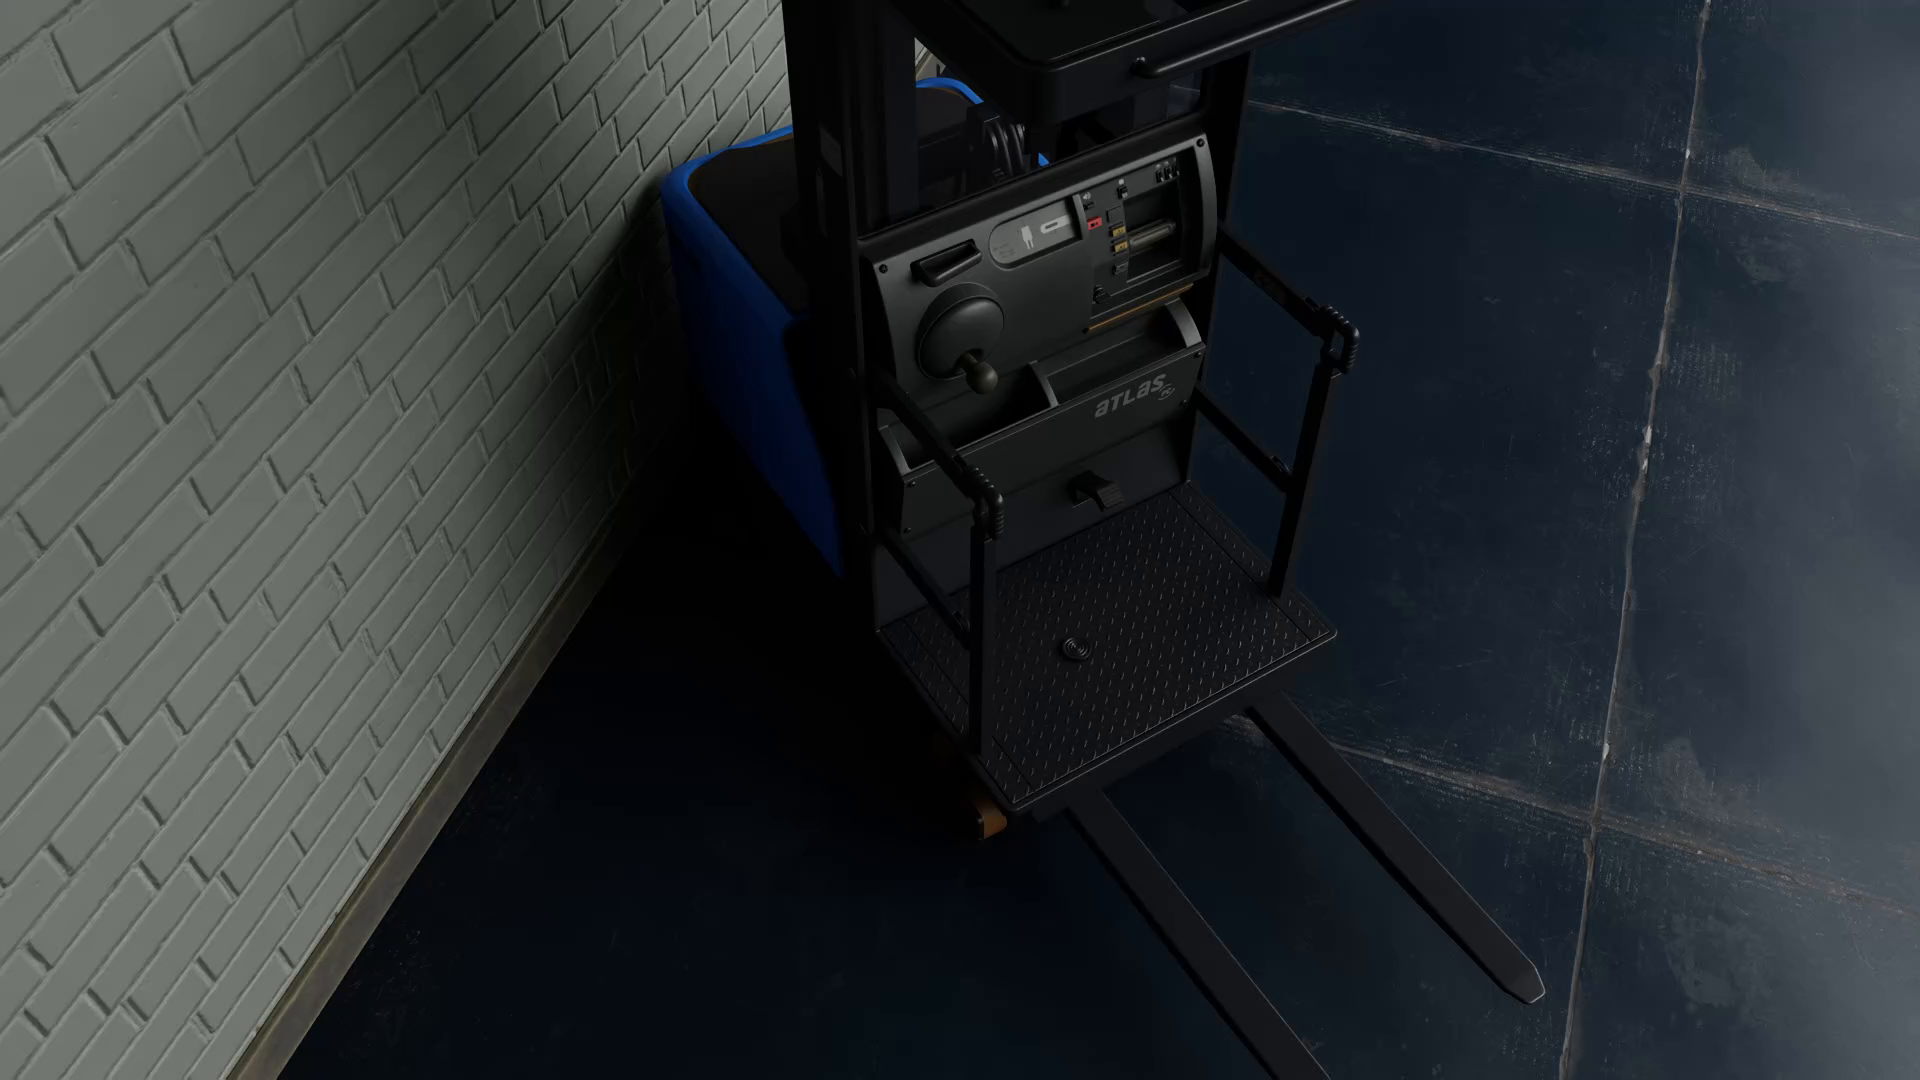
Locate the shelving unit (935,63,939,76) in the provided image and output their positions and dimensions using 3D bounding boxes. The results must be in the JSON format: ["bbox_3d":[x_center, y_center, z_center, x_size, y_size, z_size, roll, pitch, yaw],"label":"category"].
[{"bbox_3d":[-0.136,-1.145,5.647,0.210,0.900,0.258,-14,51,-12],"label":"shelving unit"}]

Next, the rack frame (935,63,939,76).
[{"bbox_3d":[-0.040,-1.169,5.667,0.006,0.900,0.240,-14,51,-12],"label":"rack frame"}]

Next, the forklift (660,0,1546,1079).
[{"bbox_3d":[0.331,-0.559,3.795,1.130,2.935,3.031,-25,54,-20],"label":"forklift"}]
